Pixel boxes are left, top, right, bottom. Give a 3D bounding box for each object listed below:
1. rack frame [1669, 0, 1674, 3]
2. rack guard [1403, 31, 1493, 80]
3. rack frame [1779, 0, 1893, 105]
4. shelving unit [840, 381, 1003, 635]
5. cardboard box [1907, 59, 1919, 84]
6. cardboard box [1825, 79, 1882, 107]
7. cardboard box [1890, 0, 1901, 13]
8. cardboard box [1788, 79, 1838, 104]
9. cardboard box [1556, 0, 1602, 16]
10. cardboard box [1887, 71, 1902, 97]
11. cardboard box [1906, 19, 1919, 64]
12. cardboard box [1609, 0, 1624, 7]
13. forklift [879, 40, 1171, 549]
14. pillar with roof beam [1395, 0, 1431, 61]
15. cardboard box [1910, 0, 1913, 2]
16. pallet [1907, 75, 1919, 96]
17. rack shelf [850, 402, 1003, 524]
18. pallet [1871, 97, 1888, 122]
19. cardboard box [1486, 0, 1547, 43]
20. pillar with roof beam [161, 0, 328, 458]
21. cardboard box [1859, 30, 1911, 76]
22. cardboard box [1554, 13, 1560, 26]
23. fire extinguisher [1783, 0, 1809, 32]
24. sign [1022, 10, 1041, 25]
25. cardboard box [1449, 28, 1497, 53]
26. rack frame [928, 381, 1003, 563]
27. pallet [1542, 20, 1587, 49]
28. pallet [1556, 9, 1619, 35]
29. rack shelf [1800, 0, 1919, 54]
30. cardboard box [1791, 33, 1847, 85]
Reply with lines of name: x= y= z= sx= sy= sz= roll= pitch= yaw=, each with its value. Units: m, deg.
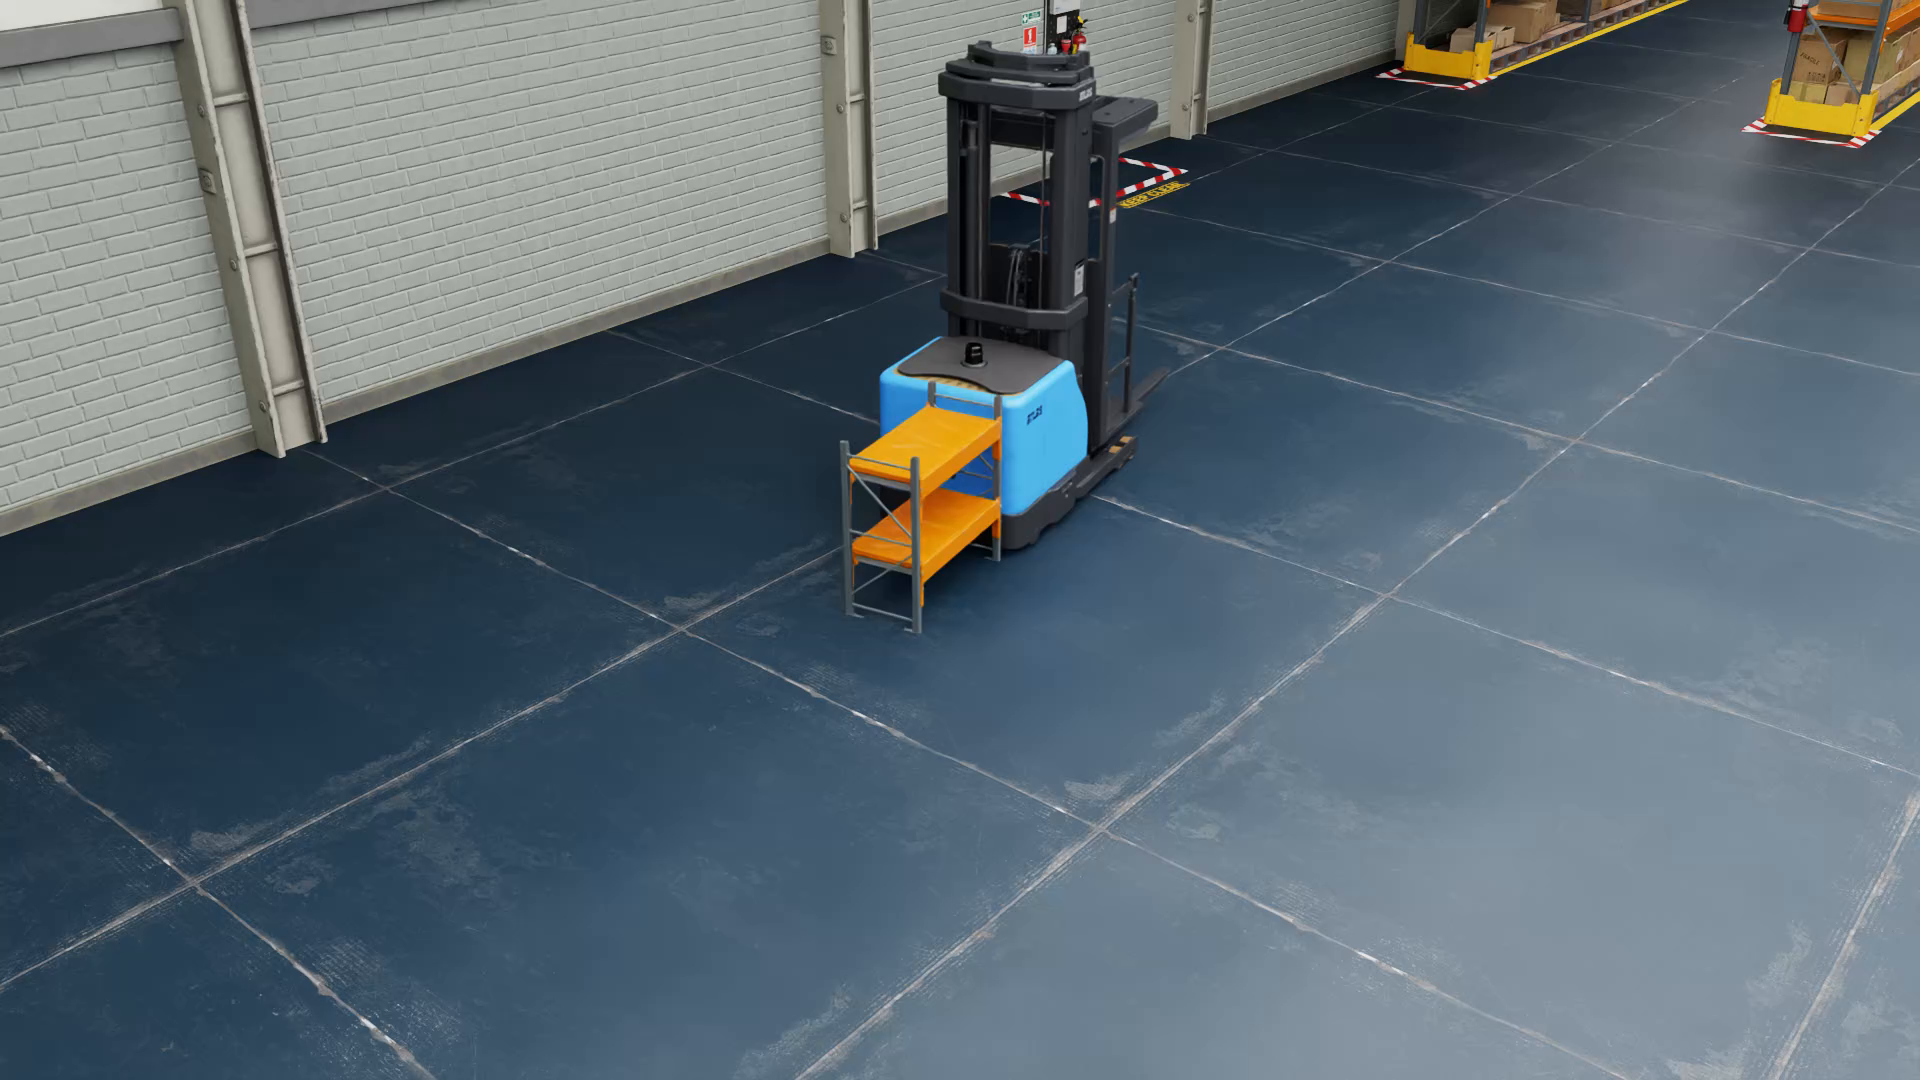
rack frame: x=11.903 y=-10.748 z=28.262 sx=1.000 sy=3.000 sz=0.127 roll=21 pitch=34 yaw=34
rack guard: x=6.863 y=-6.828 z=23.406 sx=1.175 sy=0.500 sz=0.348 roll=21 pitch=34 yaw=34
rack frame: x=10.639 y=-6.465 z=19.983 sx=1.000 sy=3.000 sz=0.127 roll=21 pitch=34 yaw=34
shelving unit: x=-0.211 y=-0.211 z=9.934 sx=0.538 sy=1.125 sz=1.048 roll=14 pitch=30 yaw=25
cardboard box: x=12.425 y=-6.265 z=22.130 sx=0.500 sy=0.250 sz=0.500 roll=21 pitch=34 yaw=34
cardboard box: x=11.152 y=-5.556 z=20.760 sx=0.500 sy=0.250 sz=0.500 roll=21 pitch=34 yaw=34
cardboard box: x=11.276 y=-6.859 z=20.635 sx=0.700 sy=0.500 sz=0.500 roll=22 pitch=34 yaw=36
cardboard box: x=10.752 y=-5.707 z=21.053 sx=0.500 sy=0.250 sz=0.500 roll=21 pitch=34 yaw=34
cardboard box: x=9.814 y=-8.681 z=26.508 sx=0.700 sy=0.500 sz=0.500 roll=22 pitch=35 yaw=36
cardboard box: x=11.785 y=-5.911 z=21.447 sx=0.500 sy=0.250 sz=0.500 roll=21 pitch=34 yaw=34
cardboard box: x=12.415 y=-6.601 z=21.965 sx=0.500 sy=0.500 sz=0.500 roll=21 pitch=34 yaw=34
cardboard box: x=10.459 y=-9.048 z=27.217 sx=0.700 sy=0.500 sz=0.500 roll=21 pitch=34 yaw=35
forklift: x=0.615 y=-1.887 z=11.208 sx=1.130 sy=2.935 sz=3.031 roll=14 pitch=30 yaw=25
pillar with roof beam: x=9.914 y=-9.819 z=19.937 sx=9.100 sy=9.000 sz=0.400 roll=21 pitch=34 yaw=34
cardboard box: x=11.928 y=-7.221 z=21.335 sx=0.700 sy=0.500 sz=0.500 roll=22 pitch=35 yaw=36
pallet: x=12.645 y=-6.375 z=22.844 sx=1.003 sy=0.211 sz=1.213 roll=21 pitch=34 yaw=34
rack shelf: x=-0.211 y=-0.471 z=9.799 sx=0.538 sy=0.278 sz=1.000 roll=14 pitch=30 yaw=25
pallet: x=11.093 y=-5.510 z=21.172 sx=1.003 sy=0.211 sz=1.213 roll=21 pitch=34 yaw=34
cardboard box: x=8.192 y=-7.664 z=24.541 sx=0.700 sy=0.500 sz=0.500 roll=18 pitch=33 yaw=31
pillar with roof beam: x=-1.535 y=-3.437 z=7.601 sx=9.100 sy=9.000 sz=0.400 roll=21 pitch=34 yaw=34
cardboard box: x=11.776 y=-6.248 z=21.282 sx=0.500 sy=0.500 sz=0.500 roll=21 pitch=34 yaw=34
cardboard box: x=9.041 y=-8.068 z=25.687 sx=0.380 sy=0.166 sz=0.250 roll=16 pitch=31 yaw=28
fire extinguisher: x=10.205 y=-6.525 z=20.182 sx=0.296 sy=0.674 sz=0.183 roll=21 pitch=34 yaw=34
sign: x=0.753 y=-5.505 z=17.511 sx=0.001 sy=0.109 sz=0.331 roll=21 pitch=34 yaw=34
cardboard box: x=7.324 y=-7.132 z=23.719 sx=0.500 sy=0.311 sz=0.500 roll=17 pitch=32 yaw=29
rack frame: x=0.029 y=-0.417 z=10.332 sx=0.500 sy=1.125 sz=0.032 roll=14 pitch=30 yaw=25
pallet: x=8.959 y=-7.843 z=25.681 sx=1.003 sy=0.211 sz=1.213 roll=21 pitch=34 yaw=34
pallet: x=9.853 y=-8.368 z=26.696 sx=1.003 sy=0.211 sz=1.213 roll=21 pitch=34 yaw=34
rack shelf: x=11.911 y=-6.855 z=21.519 sx=1.077 sy=0.370 sz=4.000 roll=21 pitch=34 yaw=34
cardboard box: x=10.750 y=-6.041 z=20.882 sx=0.500 sy=0.500 sz=0.500 roll=21 pitch=34 yaw=34
